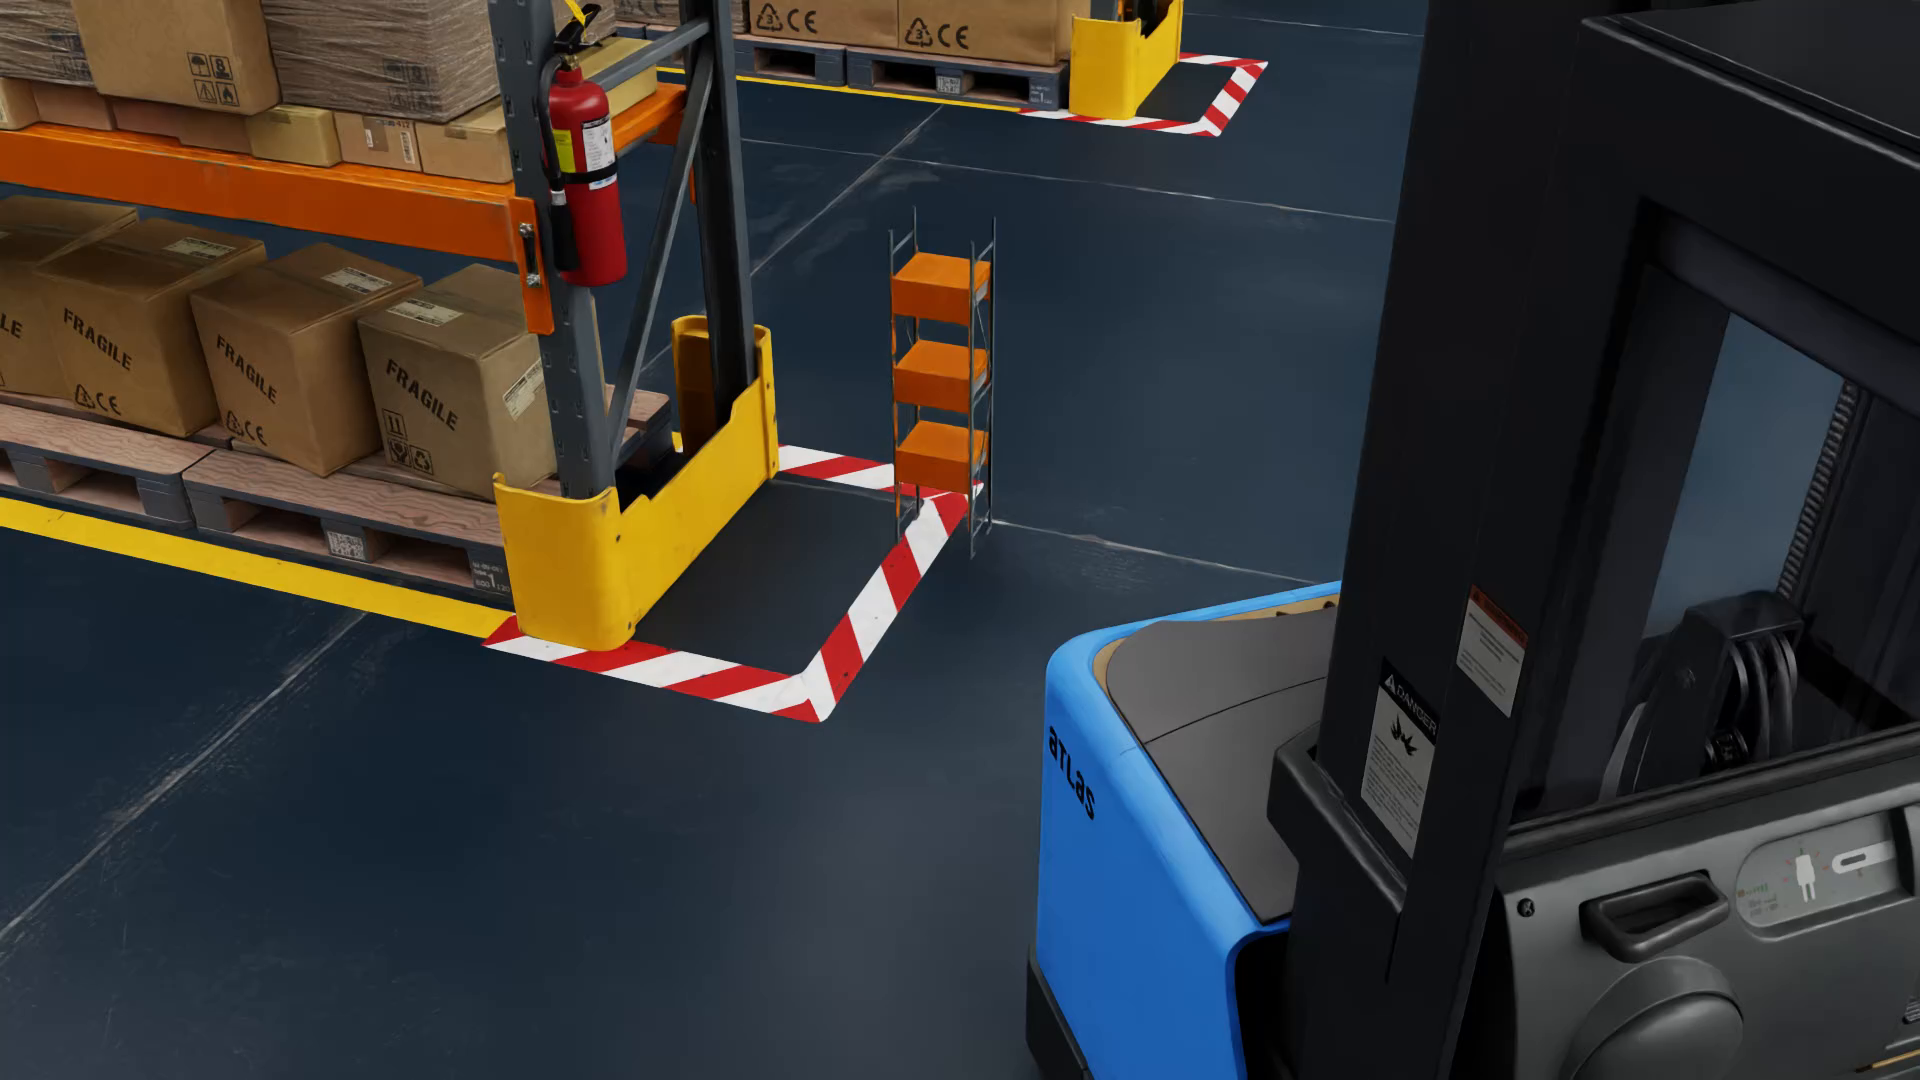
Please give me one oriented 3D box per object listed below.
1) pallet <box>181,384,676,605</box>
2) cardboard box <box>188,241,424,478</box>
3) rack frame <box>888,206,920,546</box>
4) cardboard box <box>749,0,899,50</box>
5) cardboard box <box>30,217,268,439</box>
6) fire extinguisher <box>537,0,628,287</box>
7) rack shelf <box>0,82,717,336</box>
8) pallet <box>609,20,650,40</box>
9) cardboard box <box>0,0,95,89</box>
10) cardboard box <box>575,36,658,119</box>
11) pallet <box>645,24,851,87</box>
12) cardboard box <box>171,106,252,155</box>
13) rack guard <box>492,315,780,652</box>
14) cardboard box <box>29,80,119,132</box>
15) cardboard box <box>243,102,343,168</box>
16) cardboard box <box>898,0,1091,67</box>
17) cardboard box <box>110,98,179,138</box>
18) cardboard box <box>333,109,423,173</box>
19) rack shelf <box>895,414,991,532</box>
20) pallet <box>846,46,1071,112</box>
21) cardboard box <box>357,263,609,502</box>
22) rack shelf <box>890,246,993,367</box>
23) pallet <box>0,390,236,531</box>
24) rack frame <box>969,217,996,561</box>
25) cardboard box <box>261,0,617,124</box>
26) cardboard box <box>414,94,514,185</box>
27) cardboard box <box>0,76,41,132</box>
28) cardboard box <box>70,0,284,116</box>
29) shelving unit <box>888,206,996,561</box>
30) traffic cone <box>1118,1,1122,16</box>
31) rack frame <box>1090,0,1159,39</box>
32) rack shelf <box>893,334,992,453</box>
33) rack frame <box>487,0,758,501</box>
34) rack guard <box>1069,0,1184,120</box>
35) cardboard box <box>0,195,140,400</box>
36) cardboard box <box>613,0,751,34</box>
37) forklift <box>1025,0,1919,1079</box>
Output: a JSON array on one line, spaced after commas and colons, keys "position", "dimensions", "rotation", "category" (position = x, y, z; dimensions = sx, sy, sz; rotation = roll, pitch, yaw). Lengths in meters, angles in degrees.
[{"position": [-1.705, -0.256, 5.451], "dimensions": [1.213, 0.211, 1.003], "rotation": [11, 34, 16], "category": "pallet"}, {"position": [-2.037, -0.587, 5.312], "dimensions": [0.500, 0.500, 0.500], "rotation": [21, 38, 29], "category": "cardboard box"}, {"position": [-0.165, -0.473, 5.015], "dimensions": [0.008, 1.050, 0.200], "rotation": [11, 34, 16], "category": "rack frame"}, {"position": [-0.601, -3.295, 9.159], "dimensions": [0.875, 0.875, 0.875], "rotation": [10, 34, 16], "category": "cardboard box"}, {"position": [-2.620, -0.712, 5.504], "dimensions": [0.500, 0.500, 0.500], "rotation": [14, 35, 21], "category": "cardboard box"}, {"position": [-0.928, -0.958, 4.039], "dimensions": [0.183, 0.674, 0.296], "rotation": [11, 34, 16], "category": "fire extinguisher"}, {"position": [-2.763, -1.310, 5.177], "dimensions": [4.000, 0.370, 1.077], "rotation": [11, 34, 16], "category": "rack shelf"}, {"position": [-2.188, -3.142, 9.922], "dimensions": [1.213, 0.211, 1.003], "rotation": [11, 34, 16], "category": "pallet"}, {"position": [-2.356, -1.672, 4.708], "dimensions": [0.500, 0.500, 0.875], "rotation": [11, 34, 16], "category": "cardboard box"}, {"position": [-1.068, -1.315, 4.752], "dimensions": [0.250, 0.149, 0.380], "rotation": [11, 34, 16], "category": "cardboard box"}, {"position": [-1.035, -2.920, 9.577], "dimensions": [1.213, 0.211, 1.003], "rotation": [11, 34, 16], "category": "pallet"}, {"position": [-1.936, -1.207, 4.585], "dimensions": [0.250, 0.149, 0.380], "rotation": [11, 34, 16], "category": "cardboard box"}, {"position": [-0.952, -0.210, 5.115], "dimensions": [0.348, 0.500, 1.175], "rotation": [11, 34, 16], "category": "rack guard"}, {"position": [-2.400, -1.308, 4.742], "dimensions": [0.250, 0.149, 0.380], "rotation": [11, 34, 16], "category": "cardboard box"}, {"position": [-1.706, -1.153, 4.502], "dimensions": [0.250, 0.149, 0.380], "rotation": [11, 34, 16], "category": "cardboard box"}, {"position": [0.228, -3.135, 8.911], "dimensions": [0.875, 0.875, 0.875], "rotation": [11, 35, 17], "category": "cardboard box"}, {"position": [-2.157, -1.274, 4.689], "dimensions": [0.250, 0.149, 0.380], "rotation": [11, 34, 16], "category": "cardboard box"}, {"position": [-1.453, -1.134, 4.472], "dimensions": [0.250, 0.149, 0.380], "rotation": [11, 34, 16], "category": "cardboard box"}, {"position": [-0.050, -0.208, 5.137], "dimensions": [0.240, 0.259, 0.215], "rotation": [11, 34, 16], "category": "rack shelf"}, {"position": [0.109, -2.695, 9.230], "dimensions": [1.213, 0.211, 1.003], "rotation": [11, 34, 16], "category": "pallet"}, {"position": [-1.462, -0.495, 5.169], "dimensions": [0.500, 0.500, 0.500], "rotation": [18, 37, 25], "category": "cardboard box"}, {"position": [-0.050, -0.680, 4.832], "dimensions": [0.240, 0.259, 0.215], "rotation": [11, 34, 16], "category": "rack shelf"}, {"position": [-2.849, -0.480, 5.798], "dimensions": [1.213, 0.211, 1.003], "rotation": [11, 34, 16], "category": "pallet"}, {"position": [0.065, -0.428, 4.946], "dimensions": [0.008, 1.050, 0.200], "rotation": [11, 34, 16], "category": "rack frame"}, {"position": [-1.389, -1.528, 4.485], "dimensions": [0.500, 0.500, 0.875], "rotation": [11, 34, 16], "category": "cardboard box"}, {"position": [-1.218, -1.088, 4.401], "dimensions": [0.250, 0.149, 0.380], "rotation": [11, 34, 16], "category": "cardboard box"}, {"position": [-2.666, -1.308, 4.743], "dimensions": [0.250, 0.149, 0.380], "rotation": [11, 34, 16], "category": "cardboard box"}, {"position": [-1.900, -1.558, 4.532], "dimensions": [0.500, 0.500, 0.875], "rotation": [11, 34, 16], "category": "cardboard box"}, {"position": [-0.050, -0.451, 4.980], "dimensions": [0.252, 1.050, 0.215], "rotation": [11, 34, 16], "category": "shelving unit"}, {"position": [0.867, -3.517, 10.271], "dimensions": [0.334, 0.463, 0.336], "rotation": [11, 34, 16], "category": "traffic cone"}, {"position": [0.888, -3.761, 8.309], "dimensions": [0.127, 3.000, 1.000], "rotation": [11, 34, 16], "category": "rack frame"}, {"position": [-0.050, -0.442, 4.986], "dimensions": [0.240, 0.259, 0.215], "rotation": [11, 34, 16], "category": "rack shelf"}, {"position": [-0.880, -1.246, 4.415], "dimensions": [0.127, 3.000, 1.000], "rotation": [11, 34, 16], "category": "rack frame"}, {"position": [0.911, -2.706, 8.980], "dimensions": [0.348, 0.500, 1.175], "rotation": [11, 34, 16], "category": "rack guard"}, {"position": [-3.130, -0.837, 5.698], "dimensions": [0.500, 0.500, 0.500], "rotation": [8, 34, 12], "category": "cardboard box"}, {"position": [-1.459, -3.462, 9.419], "dimensions": [0.875, 0.875, 0.875], "rotation": [11, 35, 17], "category": "cardboard box"}, {"position": [1.091, 0.521, 1.741], "dimensions": [1.130, 2.935, 3.031], "rotation": [-10, 34, -16], "category": "forklift"}]
